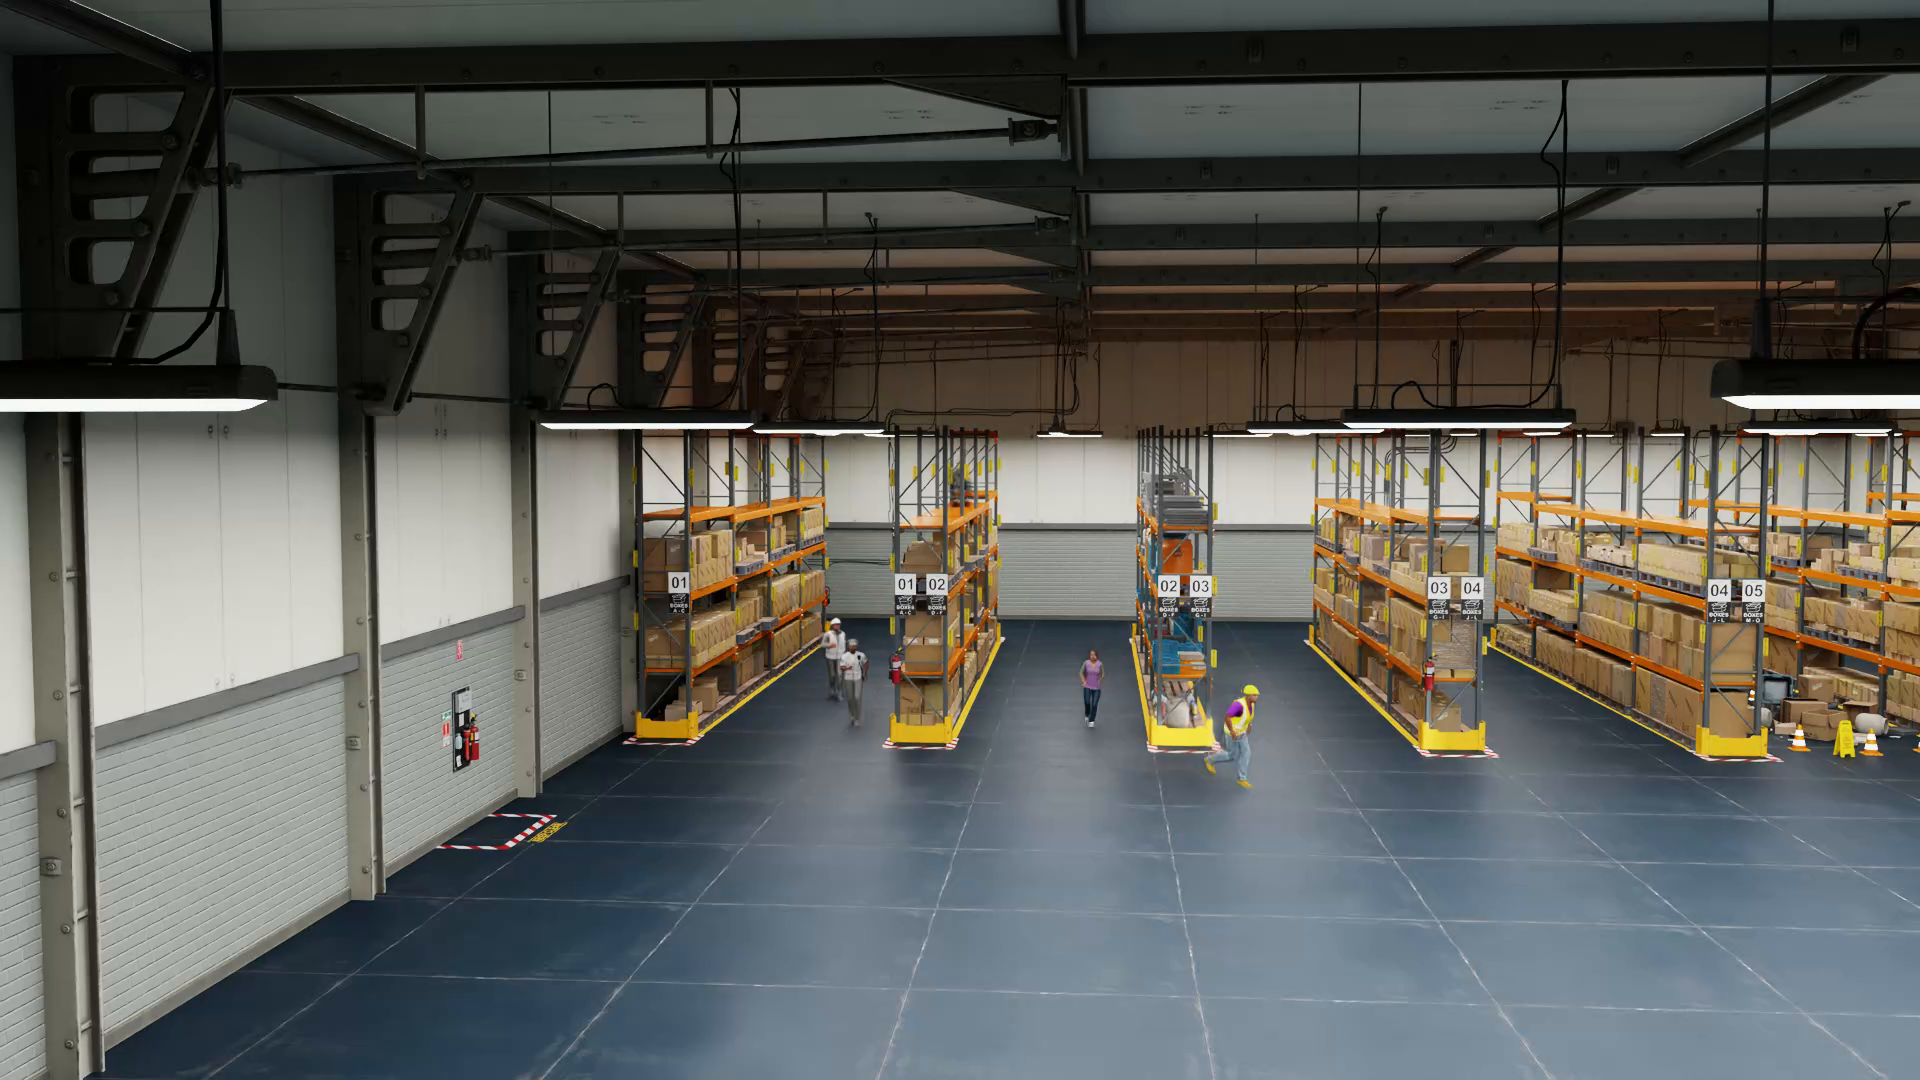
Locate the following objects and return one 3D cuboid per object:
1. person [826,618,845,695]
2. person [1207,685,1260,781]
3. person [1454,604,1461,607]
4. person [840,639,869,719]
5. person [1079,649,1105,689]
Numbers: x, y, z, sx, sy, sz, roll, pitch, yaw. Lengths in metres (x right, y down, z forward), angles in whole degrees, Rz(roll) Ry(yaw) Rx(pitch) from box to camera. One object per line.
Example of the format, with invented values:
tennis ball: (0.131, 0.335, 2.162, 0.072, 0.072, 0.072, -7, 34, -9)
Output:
person: (-2.772, 2.564, 36.823, 0.447, 1.693, 0.739, -1, 4, -15)
person: (4.554, 3.189, 27.617, 0.930, 1.613, 0.709, 2, 4, 32)
person: (13.652, 2.205, 44.994, 0.718, 1.574, 1.023, 0, 3, 4)
person: (-2.137, 2.775, 33.522, 0.545, 1.589, 0.764, 0, 3, 4)
person: (2.611, 2.572, 32.931, 0.498, 0.798, 0.498, 0, 3, 4)
